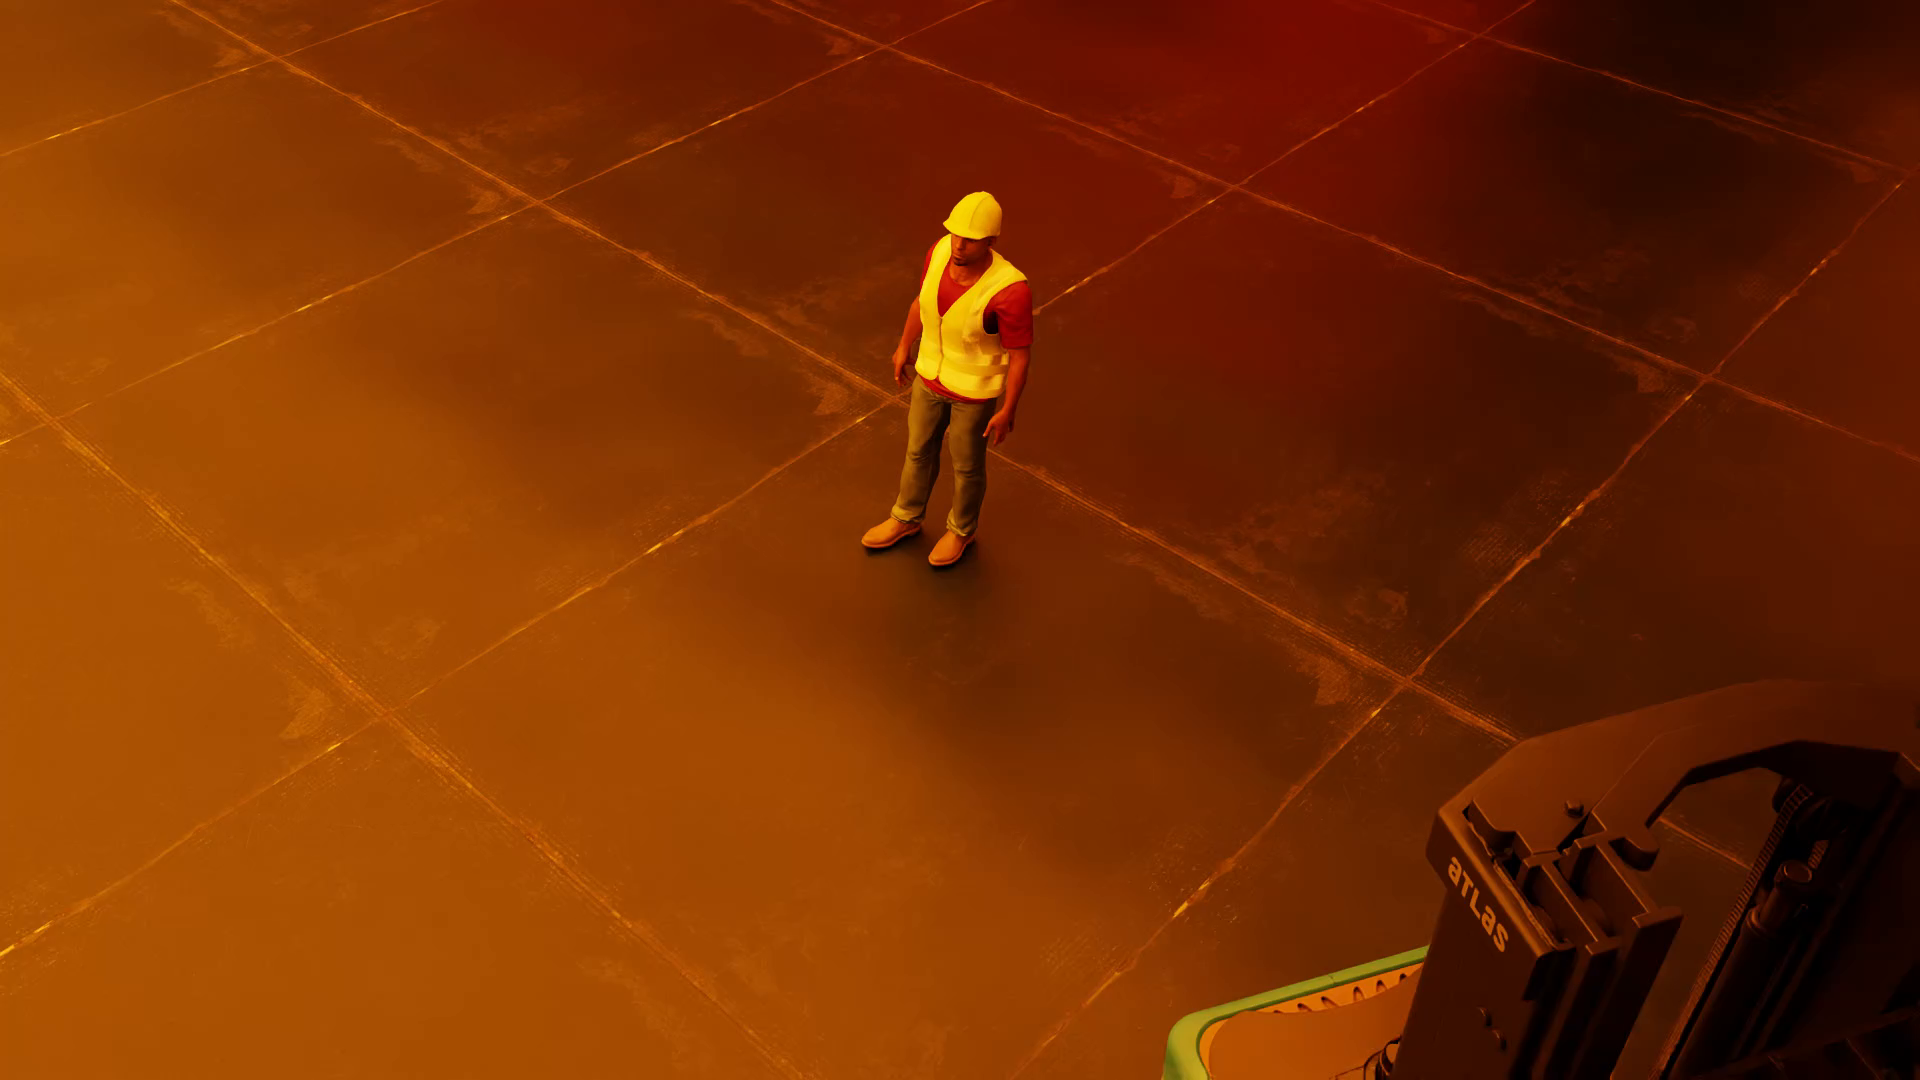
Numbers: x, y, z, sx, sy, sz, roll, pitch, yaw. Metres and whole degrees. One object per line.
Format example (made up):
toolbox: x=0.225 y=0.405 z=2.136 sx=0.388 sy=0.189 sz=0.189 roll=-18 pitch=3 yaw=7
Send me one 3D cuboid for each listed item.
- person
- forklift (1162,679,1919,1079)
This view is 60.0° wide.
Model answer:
person: x=-0.052 y=-0.642 z=7.065 sx=0.665 sy=1.762 sz=0.575 roll=31 pitch=49 yaw=31
forklift: x=1.480 y=1.827 z=3.299 sx=1.130 sy=2.935 sz=3.031 roll=-12 pitch=42 yaw=-13
